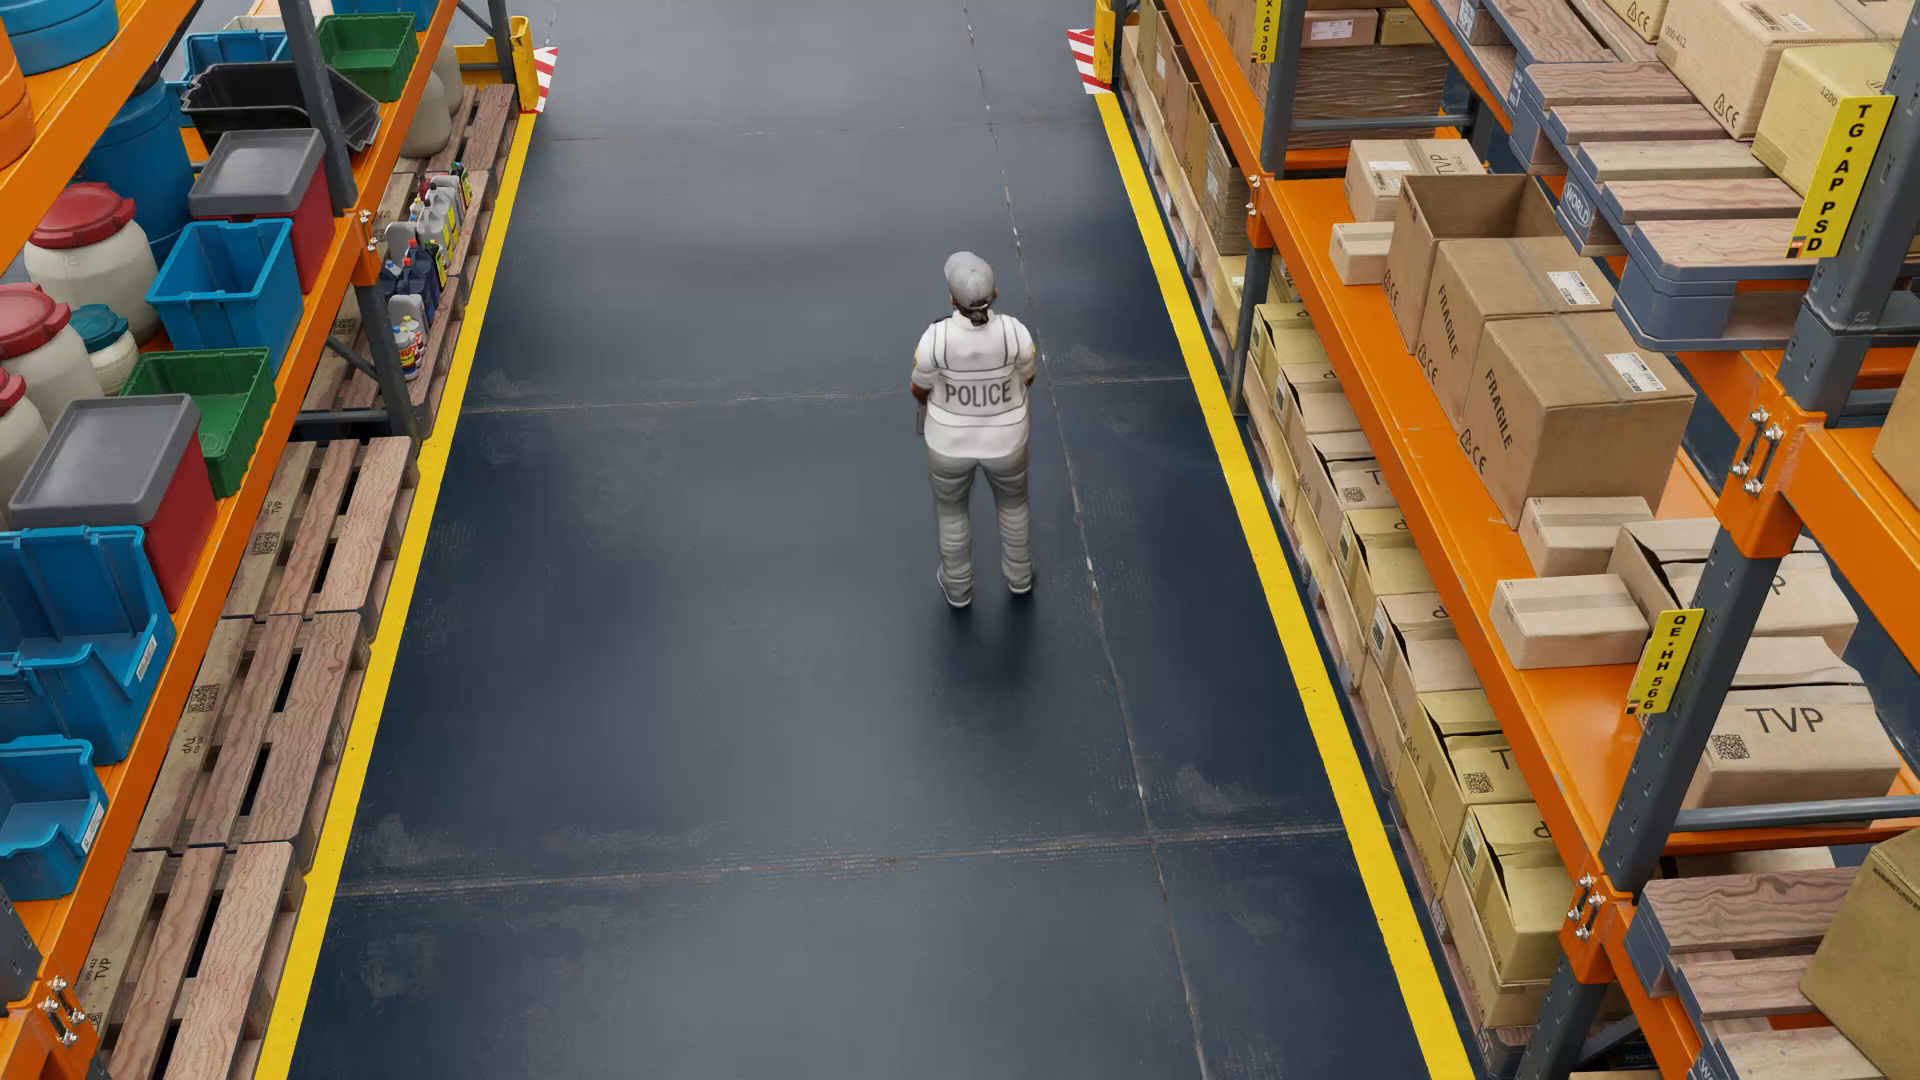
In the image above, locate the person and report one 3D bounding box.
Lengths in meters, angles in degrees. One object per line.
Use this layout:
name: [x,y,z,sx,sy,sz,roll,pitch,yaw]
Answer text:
person: [0.071,-0.436,6.678,0.536,1.671,0.457,-3,39,-4]
